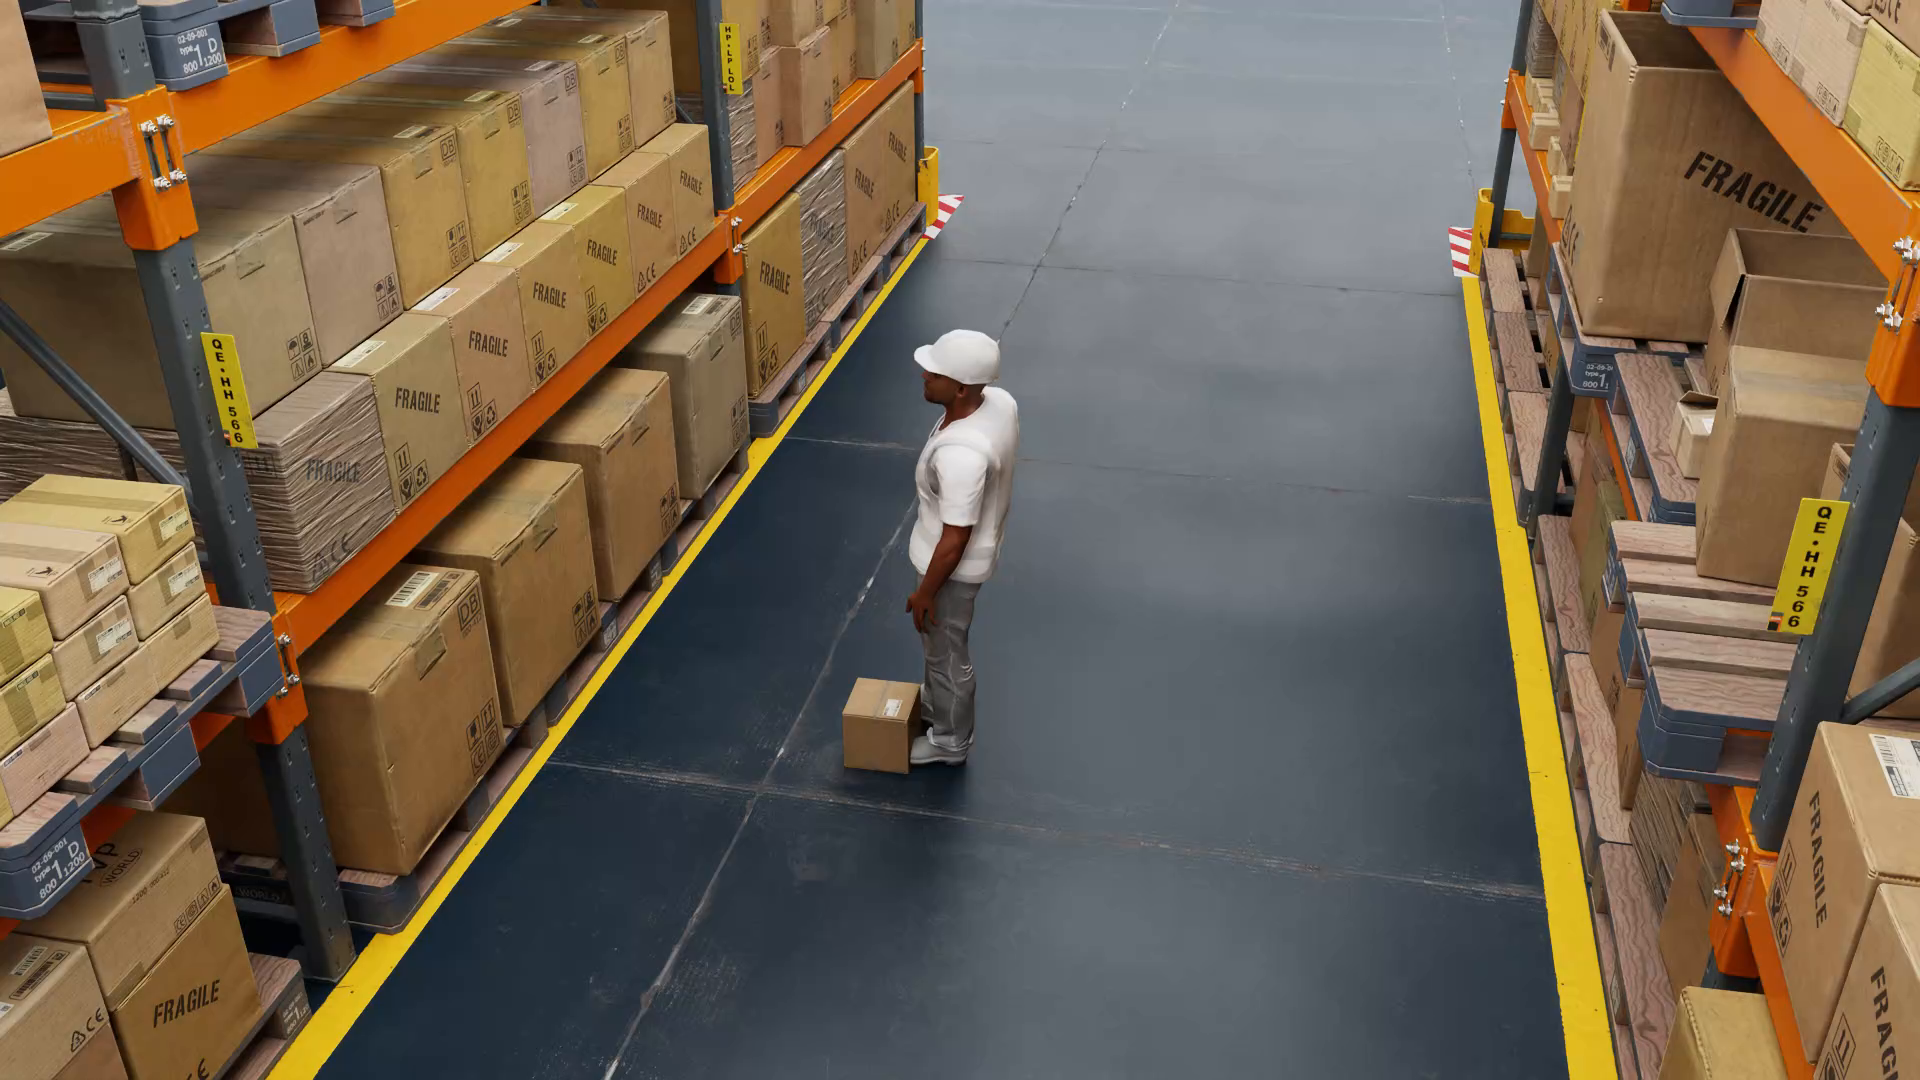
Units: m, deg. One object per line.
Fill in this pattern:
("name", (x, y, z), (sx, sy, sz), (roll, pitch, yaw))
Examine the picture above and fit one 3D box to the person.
("person", (-0.096, 0.048, 5.999), (0.575, 1.761, 0.665), (6, 29, 11))
